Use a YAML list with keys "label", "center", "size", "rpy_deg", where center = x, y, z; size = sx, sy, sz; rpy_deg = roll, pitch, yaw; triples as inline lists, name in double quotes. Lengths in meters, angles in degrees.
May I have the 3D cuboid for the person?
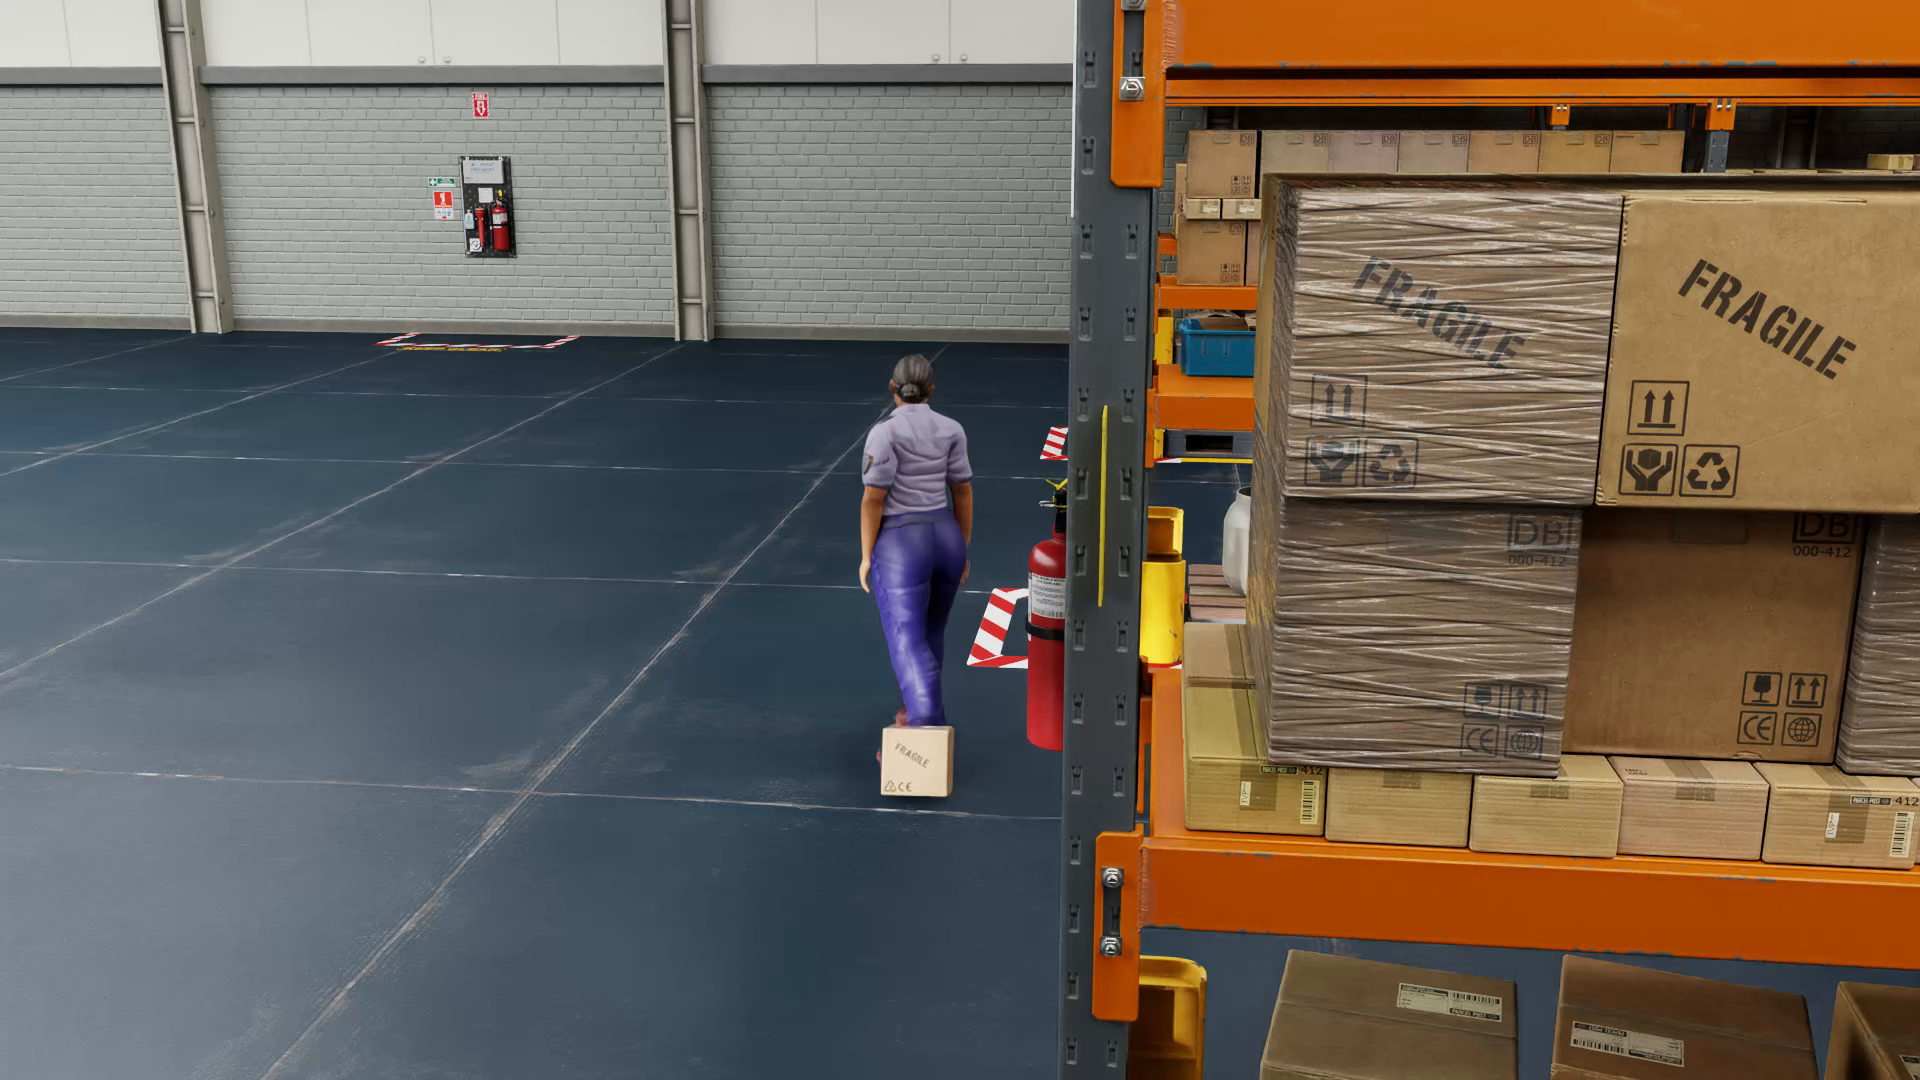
- label: "person"
  center: [-0.185, 0.077, 6.760]
  size: [0.528, 1.626, 0.598]
  rpy_deg: [-11, 18, -37]
